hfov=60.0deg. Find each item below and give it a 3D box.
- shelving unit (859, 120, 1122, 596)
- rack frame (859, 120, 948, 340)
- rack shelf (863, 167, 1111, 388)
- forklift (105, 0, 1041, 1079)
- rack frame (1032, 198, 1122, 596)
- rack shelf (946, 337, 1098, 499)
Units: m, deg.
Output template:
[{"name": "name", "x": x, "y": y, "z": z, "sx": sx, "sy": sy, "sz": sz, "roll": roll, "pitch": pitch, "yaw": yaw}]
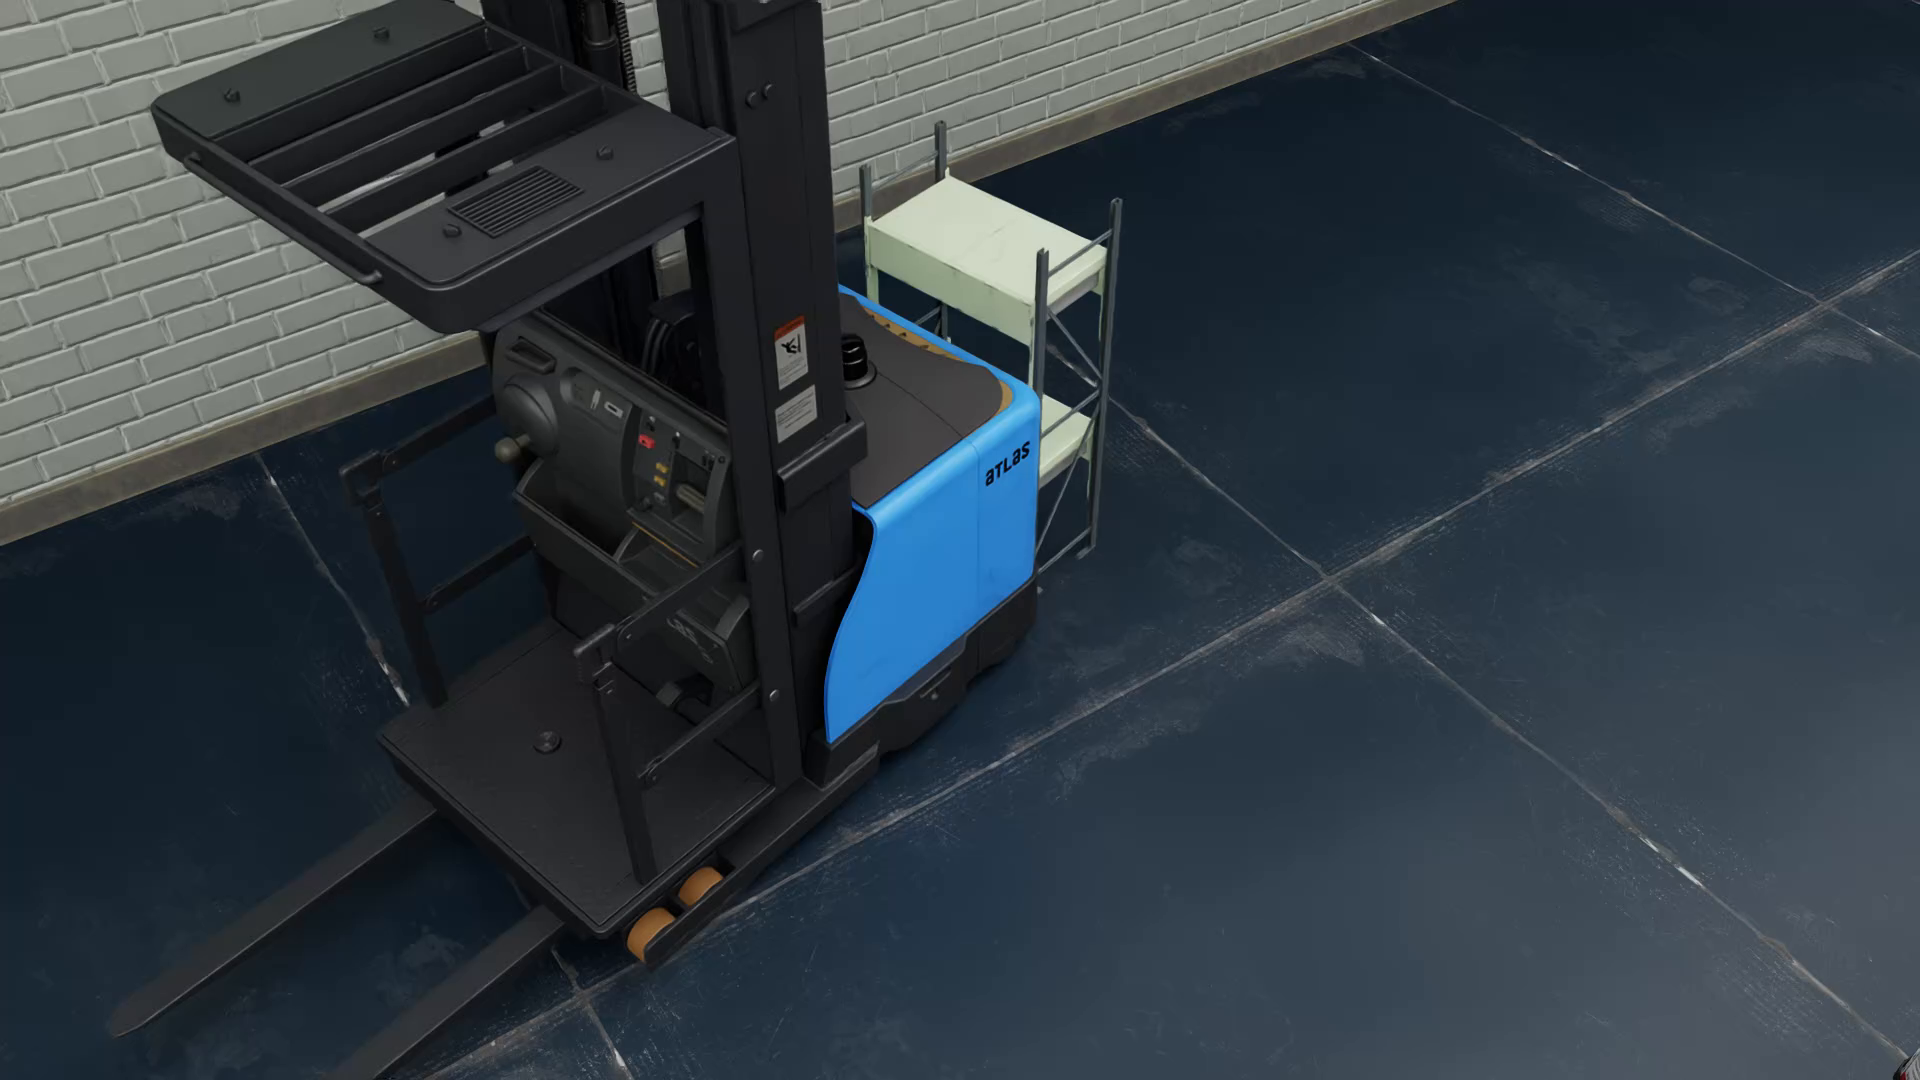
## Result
[{"name": "shelving unit", "x": 0.092, "y": -0.585, "z": 5.777, "sx": 0.755, "sy": 1.500, "sz": 0.431, "roll": 31, "pitch": 52, "yaw": 28}, {"name": "rack frame", "x": -0.185, "y": -0.751, "z": 5.950, "sx": 0.023, "sy": 1.500, "sz": 0.400, "roll": 31, "pitch": 52, "yaw": 28}, {"name": "rack shelf", "x": 0.092, "y": -0.868, "z": 5.507, "sx": 0.720, "sy": 0.370, "sz": 0.431, "roll": 31, "pitch": 52, "yaw": 28}, {"name": "forklift", "x": -1.085, "y": -0.204, "z": 4.341, "sx": 1.130, "sy": 2.935, "sz": 3.031, "roll": 31, "pitch": 52, "yaw": 29}, {"name": "rack frame", "x": 0.368, "y": -0.420, "z": 5.603, "sx": 0.023, "sy": 1.500, "sz": 0.400, "roll": 31, "pitch": 52, "yaw": 28}, {"name": "rack shelf", "x": 0.092, "y": -0.350, "z": 6.002, "sx": 0.720, "sy": 0.370, "sz": 0.431, "roll": 31, "pitch": 52, "yaw": 28}]
